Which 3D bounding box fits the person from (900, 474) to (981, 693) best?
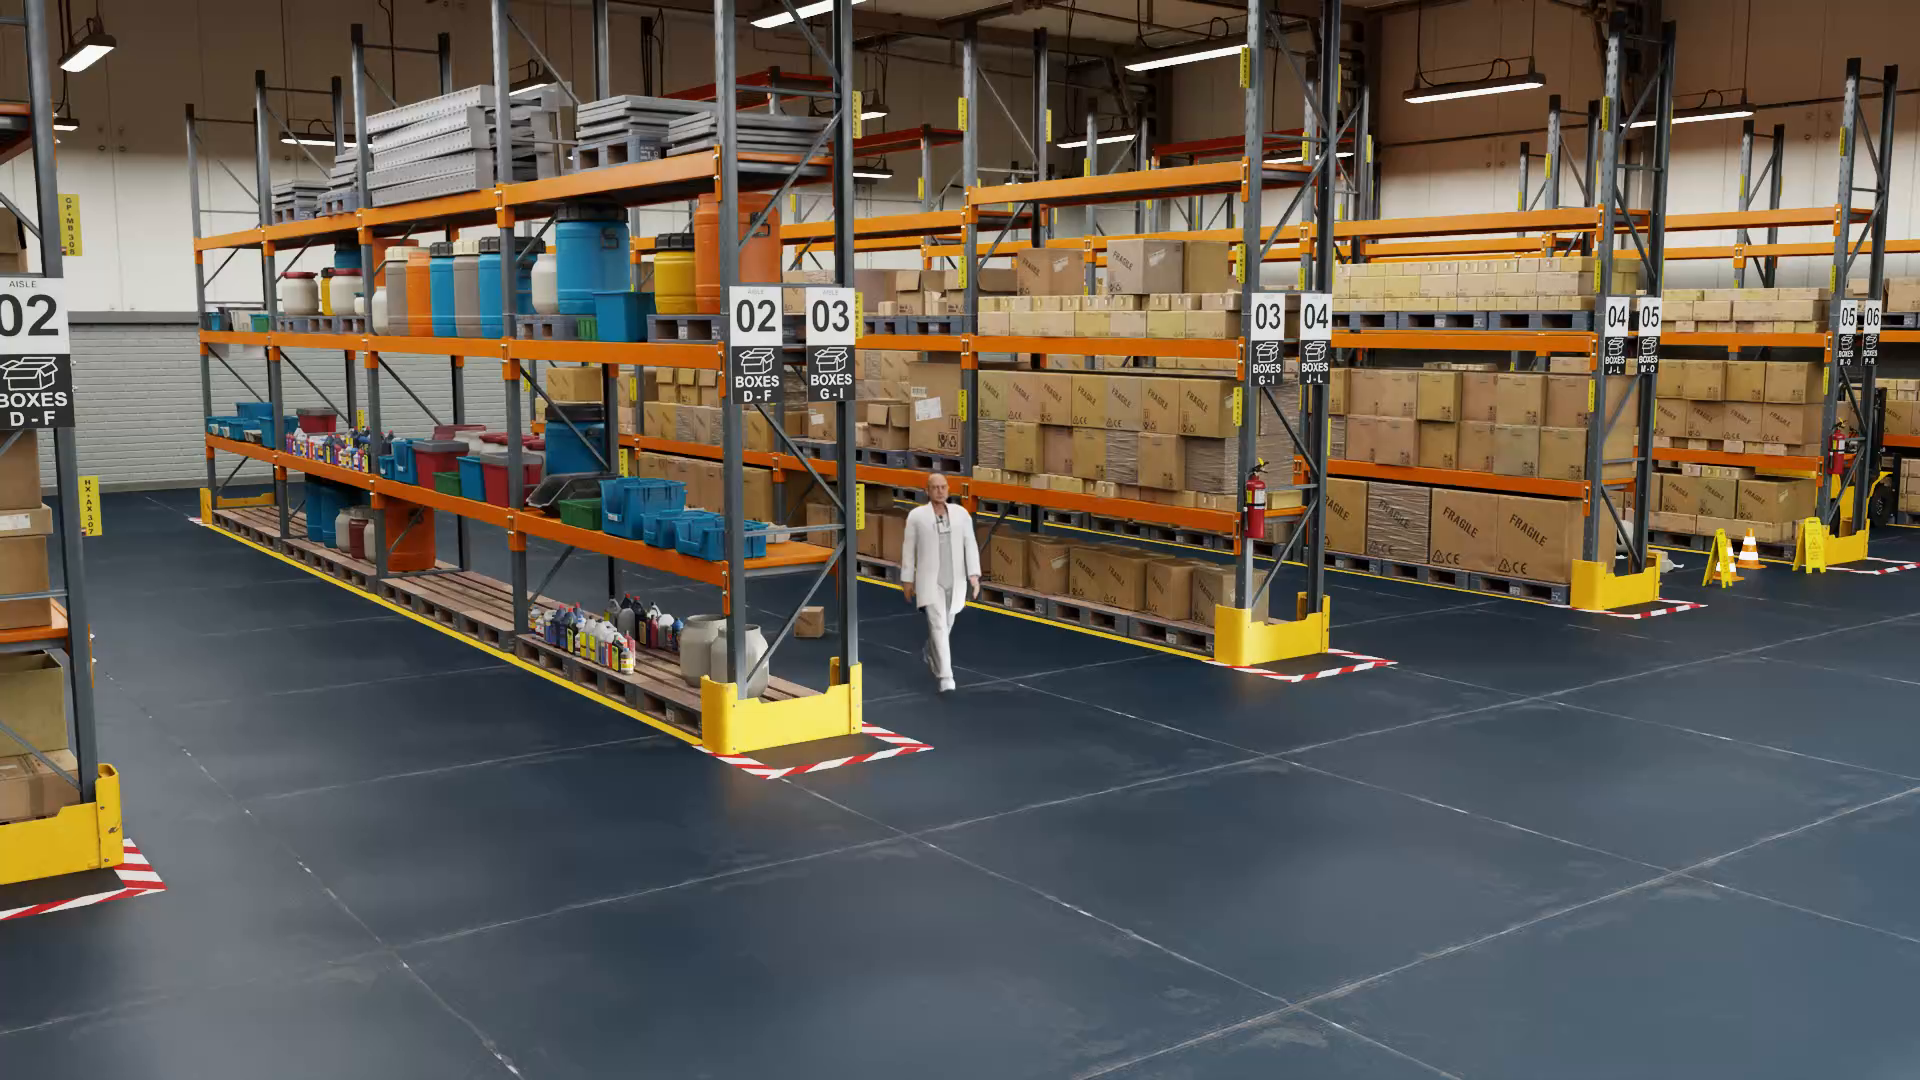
[{"bbox_3d":[-0.149,0.326,13.470,0.589,1.726,1.176,-3,8,-19],"label":"person"}]
